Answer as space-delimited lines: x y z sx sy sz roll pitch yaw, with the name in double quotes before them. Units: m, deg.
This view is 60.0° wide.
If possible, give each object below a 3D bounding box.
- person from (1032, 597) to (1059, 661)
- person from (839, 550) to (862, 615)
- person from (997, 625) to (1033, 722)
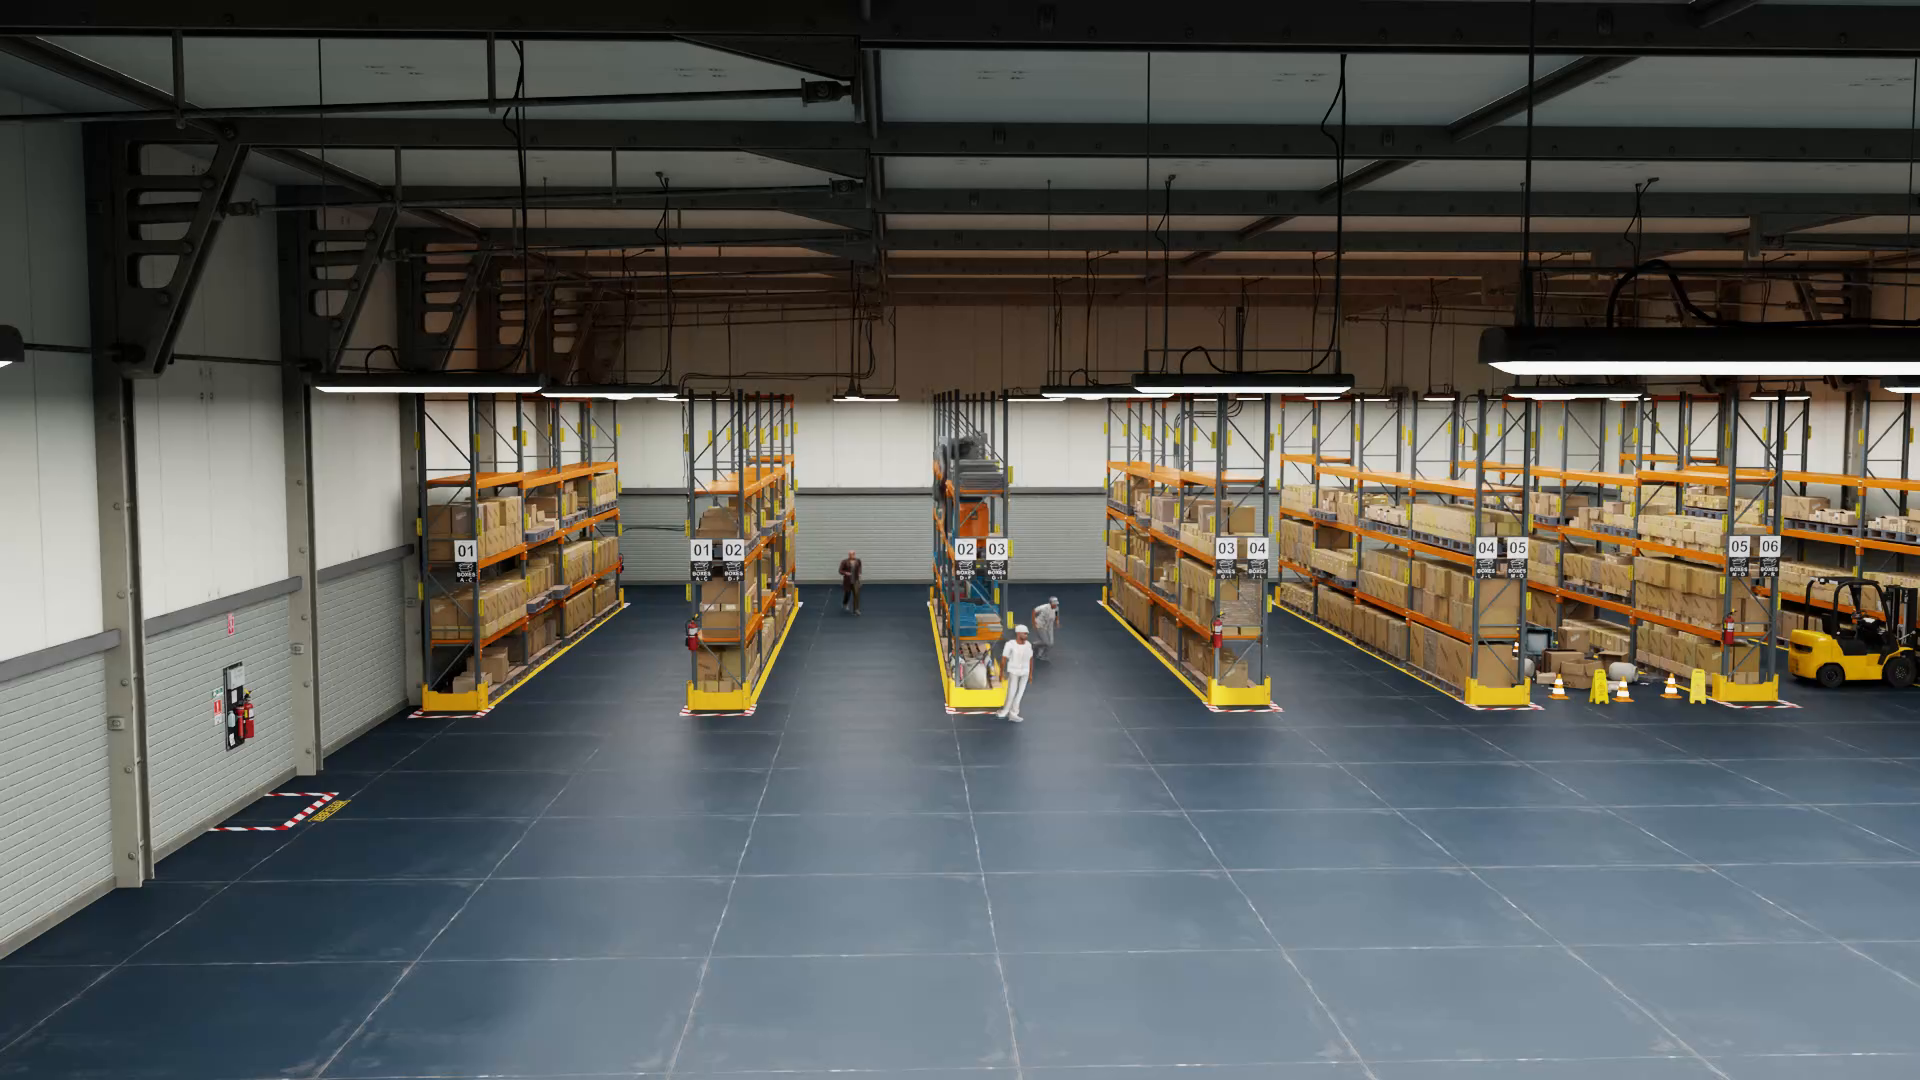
"person" 1.901 1.976 37.068 0.629 1.480 0.851 -3 6 -34
"person" -2.976 1.127 45.236 0.690 1.741 1.130 -1 5 -17
"person" 0.997 2.397 29.995 0.671 1.753 0.459 -3 5 -29
